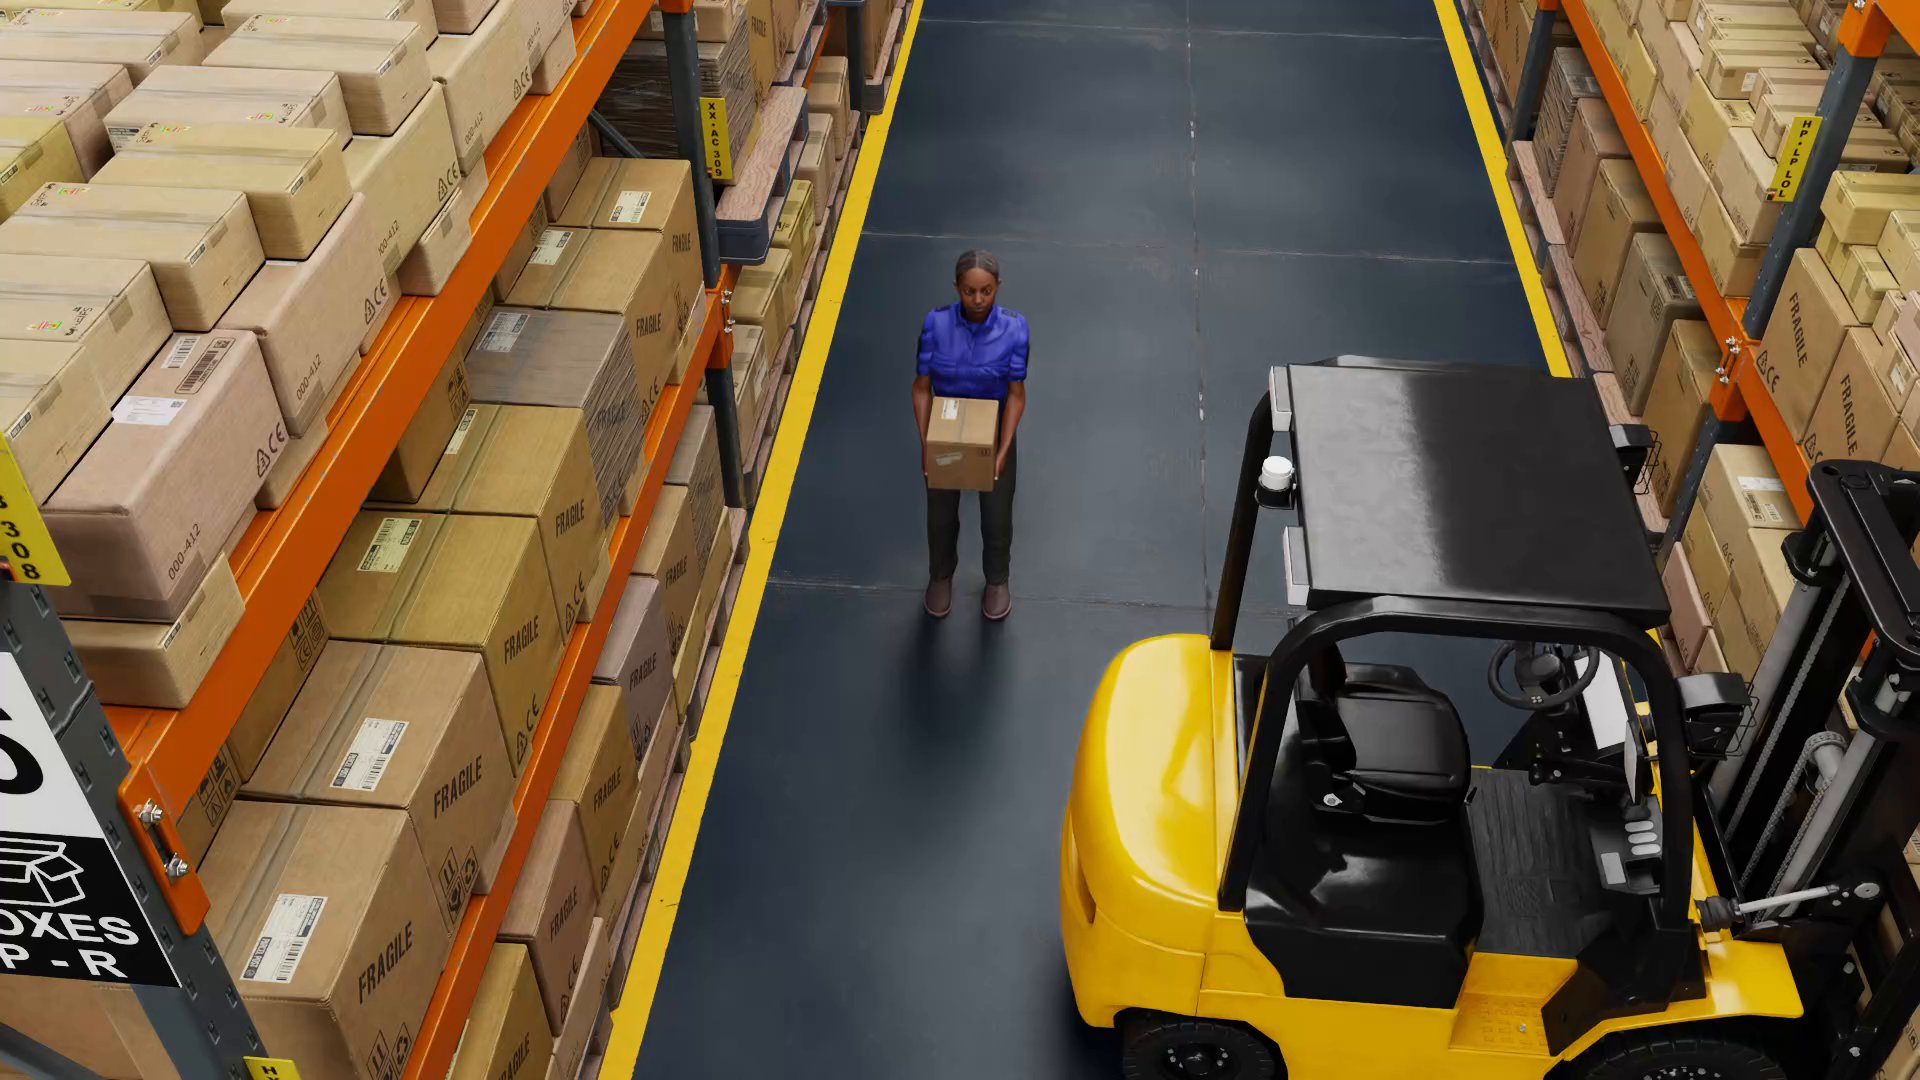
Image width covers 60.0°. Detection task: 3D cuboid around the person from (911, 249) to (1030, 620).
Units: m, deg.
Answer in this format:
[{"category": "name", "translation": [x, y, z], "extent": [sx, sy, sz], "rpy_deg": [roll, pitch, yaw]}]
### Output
[{"category": "person", "translation": [0.032, -0.349, 6.580], "extent": [0.451, 1.649, 0.514], "rpy_deg": [4, 40, 5]}]
